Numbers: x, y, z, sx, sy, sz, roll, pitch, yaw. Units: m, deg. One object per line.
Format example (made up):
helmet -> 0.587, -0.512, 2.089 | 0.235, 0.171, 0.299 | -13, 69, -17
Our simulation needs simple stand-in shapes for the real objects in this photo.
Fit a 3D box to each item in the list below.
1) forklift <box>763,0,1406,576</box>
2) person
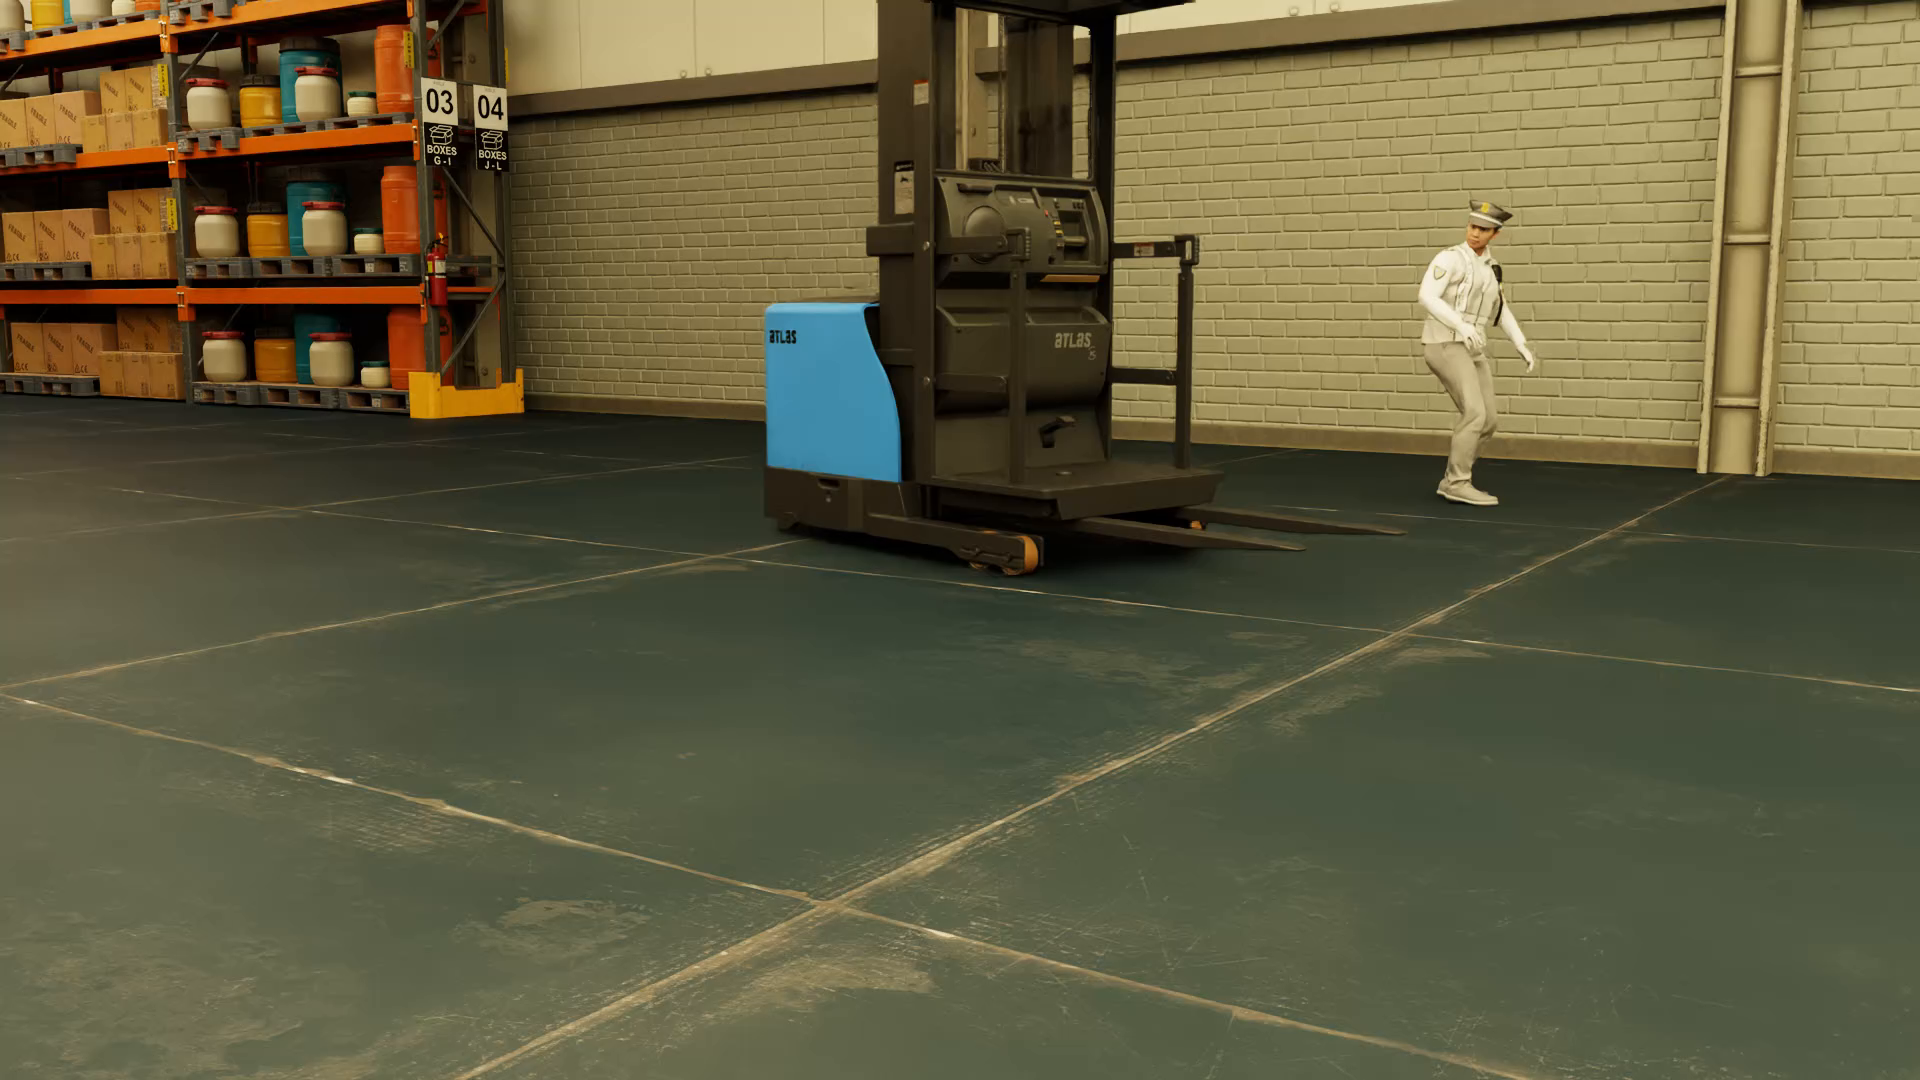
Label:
forklift -> 0.420, -1.387, 6.949 | 1.130, 2.935, 3.031 | -7, 11, -41
person -> 2.782, -1.010, 9.003 | 0.712, 1.632, 0.481 | -7, 11, -42
